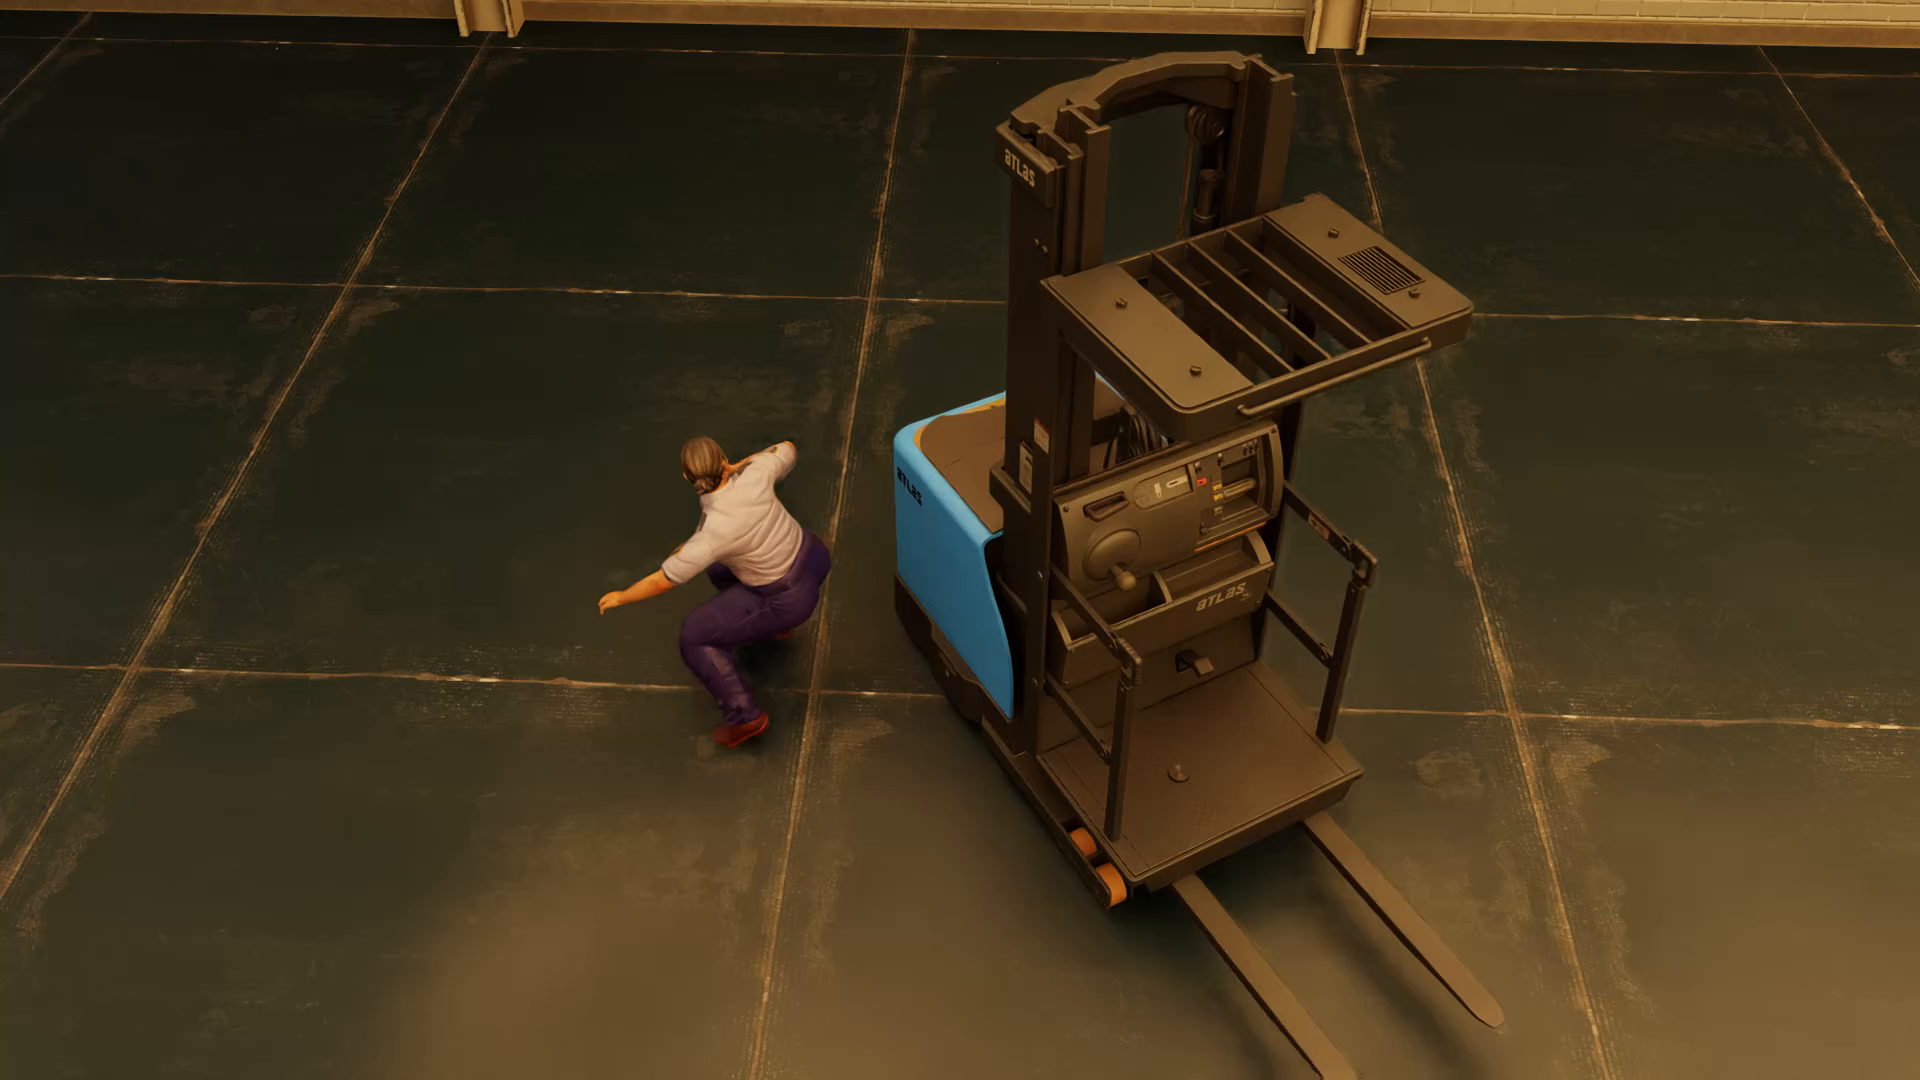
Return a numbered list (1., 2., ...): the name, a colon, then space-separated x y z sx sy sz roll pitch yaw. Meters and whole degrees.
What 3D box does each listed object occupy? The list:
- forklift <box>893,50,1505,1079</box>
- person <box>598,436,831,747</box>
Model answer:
1. forklift: 0.865 -0.034 5.779 1.130 2.935 3.031 -21 46 -21
2. person: -0.969 0.112 6.802 0.847 1.413 0.745 12 44 13
